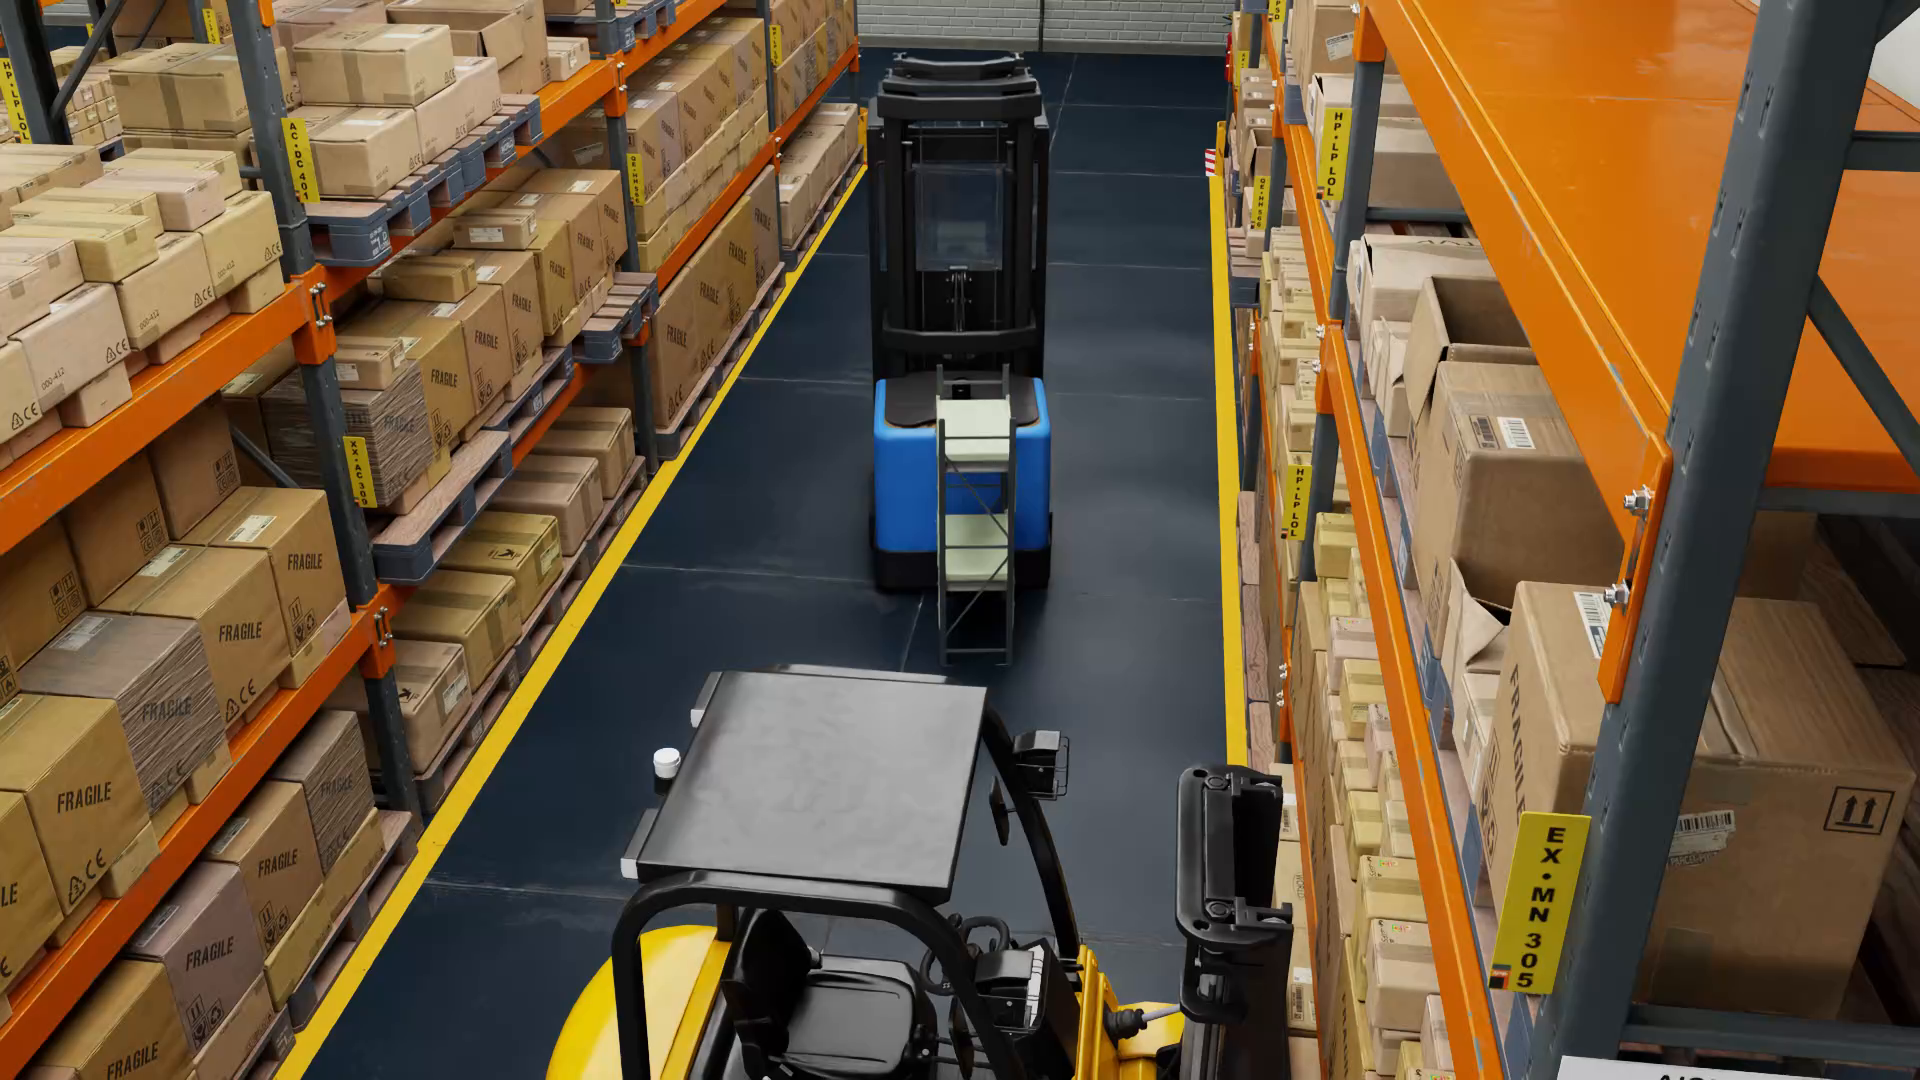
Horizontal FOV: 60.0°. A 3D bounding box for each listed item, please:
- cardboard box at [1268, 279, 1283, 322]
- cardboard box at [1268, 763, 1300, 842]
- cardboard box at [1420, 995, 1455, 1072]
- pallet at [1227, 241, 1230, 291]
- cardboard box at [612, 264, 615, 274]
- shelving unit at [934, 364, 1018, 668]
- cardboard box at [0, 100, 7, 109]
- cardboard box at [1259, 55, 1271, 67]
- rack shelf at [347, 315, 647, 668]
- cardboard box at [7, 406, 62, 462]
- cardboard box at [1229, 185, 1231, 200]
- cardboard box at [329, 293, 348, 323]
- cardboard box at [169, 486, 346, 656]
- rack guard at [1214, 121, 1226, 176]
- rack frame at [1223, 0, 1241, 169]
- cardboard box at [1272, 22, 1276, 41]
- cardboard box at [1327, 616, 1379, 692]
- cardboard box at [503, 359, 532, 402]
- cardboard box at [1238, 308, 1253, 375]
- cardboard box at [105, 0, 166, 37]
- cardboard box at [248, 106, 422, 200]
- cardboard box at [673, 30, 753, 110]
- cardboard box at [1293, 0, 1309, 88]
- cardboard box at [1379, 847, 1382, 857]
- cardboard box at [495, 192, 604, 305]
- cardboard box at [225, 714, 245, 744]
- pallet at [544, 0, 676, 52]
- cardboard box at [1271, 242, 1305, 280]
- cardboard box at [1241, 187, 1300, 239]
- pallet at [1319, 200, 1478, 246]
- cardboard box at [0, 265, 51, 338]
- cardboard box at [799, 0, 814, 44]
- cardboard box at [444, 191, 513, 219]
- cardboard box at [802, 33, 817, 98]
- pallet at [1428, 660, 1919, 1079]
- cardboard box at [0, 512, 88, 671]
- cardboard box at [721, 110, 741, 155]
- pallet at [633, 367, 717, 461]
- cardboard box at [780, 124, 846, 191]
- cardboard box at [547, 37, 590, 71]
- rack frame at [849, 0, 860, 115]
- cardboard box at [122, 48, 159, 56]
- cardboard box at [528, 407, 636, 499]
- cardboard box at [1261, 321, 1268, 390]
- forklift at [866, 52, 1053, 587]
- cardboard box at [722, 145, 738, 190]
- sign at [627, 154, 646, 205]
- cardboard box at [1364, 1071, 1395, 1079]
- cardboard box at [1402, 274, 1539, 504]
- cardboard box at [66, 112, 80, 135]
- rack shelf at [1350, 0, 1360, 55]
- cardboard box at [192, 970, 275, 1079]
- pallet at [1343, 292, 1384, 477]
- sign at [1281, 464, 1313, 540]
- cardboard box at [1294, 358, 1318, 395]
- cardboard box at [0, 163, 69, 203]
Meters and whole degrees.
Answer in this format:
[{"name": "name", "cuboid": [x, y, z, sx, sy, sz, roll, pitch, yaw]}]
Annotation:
[{"name": "cardboard box", "cuboid": [1.992, -1.250, 9.331, 0.500, 0.250, 0.500, 4, 29, 8]}, {"name": "cardboard box", "cuboid": [1.490, 1.151, 6.645, 0.500, 0.250, 0.500, 3, 28, 5]}, {"name": "cardboard box", "cuboid": [1.314, 1.242, 3.971, 0.380, 0.149, 0.250, 4, 29, 7]}, {"name": "pallet", "cuboid": [2.926, -2.505, 14.969, 1.003, 0.211, 1.213, 3, 28, 6]}, {"name": "cardboard box", "cuboid": [-2.382, -1.720, 10.394, 0.380, 0.149, 0.250, 4, 29, 8]}, {"name": "shelving unit", "cuboid": [0.080, -0.133, 9.207, 0.431, 1.500, 0.755, -1, 28, -1]}, {"name": "cardboard box", "cuboid": [-7.093, -3.215, 12.541, 0.380, 0.149, 0.250, 4, 29, 8]}, {"name": "cardboard box", "cuboid": [2.782, -4.199, 15.018, 0.500, 0.250, 0.500, 3, 28, 6]}, {"name": "rack shelf", "cuboid": [-2.821, -0.555, 9.168, 1.077, 0.370, 4.000, 3, 28, 6]}, {"name": "cardboard box", "cuboid": [-3.058, -0.373, 5.175, 0.380, 0.149, 0.250, 4, 29, 7]}, {"name": "cardboard box", "cuboid": [2.855, -3.451, 15.978, 0.500, 0.500, 0.500, 4, 29, 7]}, {"name": "cardboard box", "cuboid": [-3.162, -1.131, 7.934, 0.380, 0.149, 0.250, 3, 28, 5]}, {"name": "cardboard box", "cuboid": [-2.874, 0.118, 6.741, 0.500, 0.500, 0.500, 3, 28, 5]}, {"name": "rack guard", "cuboid": [3.322, -4.156, 17.730, 1.175, 0.500, 0.348, 3, 28, 6]}, {"name": "rack frame", "cuboid": [3.331, -5.292, 17.203, 1.000, 3.000, 0.127, 3, 28, 6]}, {"name": "cardboard box", "cuboid": [2.234, -3.274, 10.451, 0.500, 0.250, 0.500, 3, 29, 6]}, {"name": "cardboard box", "cuboid": [1.429, 0.393, 5.548, 0.380, 0.149, 0.250, 4, 29, 7]}, {"name": "cardboard box", "cuboid": [-2.497, -0.858, 8.795, 0.380, 0.149, 0.250, 4, 29, 8]}, {"name": "cardboard box", "cuboid": [2.368, -1.550, 12.449, 0.500, 0.500, 0.500, 2, 28, 4]}, {"name": "cardboard box", "cuboid": [-7.222, -4.788, 14.794, 0.500, 0.500, 0.500, 2, 28, 4]}, {"name": "cardboard box", "cuboid": [-2.596, -1.622, 6.942, 0.500, 0.250, 0.500, 3, 28, 5]}, {"name": "cardboard box", "cuboid": [-1.947, -3.712, 13.109, 0.500, 0.500, 0.500, 4, 29, 7]}, {"name": "cardboard box", "cuboid": [2.058, -2.550, 8.296, 0.700, 0.500, 0.500, 3, 28, 5]}, {"name": "cardboard box", "cuboid": [1.388, 1.013, 4.711, 0.380, 0.149, 0.250, 3, 28, 6]}, {"name": "cardboard box", "cuboid": [-2.408, -1.699, 9.671, 0.500, 0.500, 0.500, 3, 28, 5]}, {"name": "cardboard box", "cuboid": [-2.980, 0.702, 6.342, 0.380, 0.149, 0.250, 3, 28, 5]}, {"name": "pallet", "cuboid": [-2.550, -3.357, 10.647, 1.213, 0.211, 1.003, 5, 29, 9]}, {"name": "cardboard box", "cuboid": [1.988, -1.598, 9.556, 0.380, 0.149, 0.250, 4, 29, 7]}, {"name": "cardboard box", "cuboid": [2.159, -2.161, 11.106, 0.500, 0.250, 0.500, 2, 28, 4]}, {"name": "pallet", "cuboid": [1.956, -1.296, 6.824, 0.805, 0.209, 1.217, 2, 28, 4]}, {"name": "cardboard box", "cuboid": [-2.980, -0.715, 4.968, 0.380, 0.149, 0.250, 4, 29, 7]}, {"name": "cardboard box", "cuboid": [-1.645, -4.868, 15.256, 0.500, 0.500, 0.500, 4, 29, 7]}, {"name": "cardboard box", "cuboid": [-2.917, -1.729, 9.727, 0.500, 0.500, 0.500, 5, 29, 9]}, {"name": "cardboard box", "cuboid": [-1.635, -4.416, 15.471, 0.500, 0.500, 0.500, 4, 29, 7]}, {"name": "pallet", "cuboid": [1.483, 0.626, 3.148, 1.003, 0.211, 1.213, 3, 28, 6]}, {"name": "cardboard box", "cuboid": [-3.508, 0.123, 5.678, 0.700, 0.500, 0.500, 3, 28, 5]}, {"name": "cardboard box", "cuboid": [-2.010, -3.149, 12.855, 0.500, 0.250, 0.500, 4, 29, 7]}, {"name": "pallet", "cuboid": [-2.404, -0.952, 12.087, 1.003, 0.211, 1.213, 3, 28, 6]}, {"name": "cardboard box", "cuboid": [-1.681, -3.888, 16.855, 0.875, 0.438, 0.875, 4, 29, 8]}, {"name": "cardboard box", "cuboid": [-2.406, -2.863, 9.796, 0.380, 0.149, 0.250, 3, 28, 6]}, {"name": "rack frame", "cuboid": [-1.596, -5.579, 17.735, 1.000, 3.000, 0.127, 3, 28, 6]}, {"name": "cardboard box", "cuboid": [-6.866, -4.072, 14.133, 0.380, 0.149, 0.250, 5, 29, 9]}, {"name": "cardboard box", "cuboid": [-2.655, -0.576, 10.776, 0.950, 0.372, 0.625, 1, 28, 3]}, {"name": "cardboard box", "cuboid": [1.987, -1.029, 9.449, 0.500, 0.250, 0.500, 3, 28, 5]}, {"name": "forklift", "cuboid": [-0.019, -1.669, 10.549, 1.130, 2.935, 3.031, -1, 28, -1]}, {"name": "cardboard box", "cuboid": [-2.035, -2.928, 12.973, 0.500, 0.250, 0.500, 3, 28, 5]}, {"name": "sign", "cuboid": [-2.036, -2.261, 10.439, 0.100, 0.325, 0.005, 3, 28, 6]}, {"name": "cardboard box", "cuboid": [1.243, 1.704, 4.110, 0.500, 0.500, 0.500, 4, 29, 8]}, {"name": "cardboard box", "cuboid": [1.517, -0.328, 4.168, 0.797, 0.503, 0.637, 4, 29, 8]}, {"name": "cardboard box", "cuboid": [-7.057, -3.208, 12.843, 0.380, 0.149, 0.250, 4, 29, 8]}, {"name": "rack shelf", "cuboid": [2.106, -2.734, 7.308, 1.077, 0.370, 4.000, 3, 28, 6]}, {"name": "cardboard box", "cuboid": [-2.994, 1.879, 6.347, 0.500, 0.250, 0.500, 4, 29, 7]}, {"name": "pallet", "cuboid": [1.782, -0.522, 5.280, 1.003, 0.211, 1.213, 3, 28, 6]}, {"name": "sign", "cuboid": [1.321, -0.146, 6.512, 0.100, 0.325, 0.005, 3, 28, 6]}, {"name": "cardboard box", "cuboid": [1.810, -0.750, 7.983, 0.380, 0.149, 0.250, 4, 29, 7]}, {"name": "cardboard box", "cuboid": [-3.431, -1.238, 5.939, 0.380, 0.149, 0.250, 4, 29, 8]}]
